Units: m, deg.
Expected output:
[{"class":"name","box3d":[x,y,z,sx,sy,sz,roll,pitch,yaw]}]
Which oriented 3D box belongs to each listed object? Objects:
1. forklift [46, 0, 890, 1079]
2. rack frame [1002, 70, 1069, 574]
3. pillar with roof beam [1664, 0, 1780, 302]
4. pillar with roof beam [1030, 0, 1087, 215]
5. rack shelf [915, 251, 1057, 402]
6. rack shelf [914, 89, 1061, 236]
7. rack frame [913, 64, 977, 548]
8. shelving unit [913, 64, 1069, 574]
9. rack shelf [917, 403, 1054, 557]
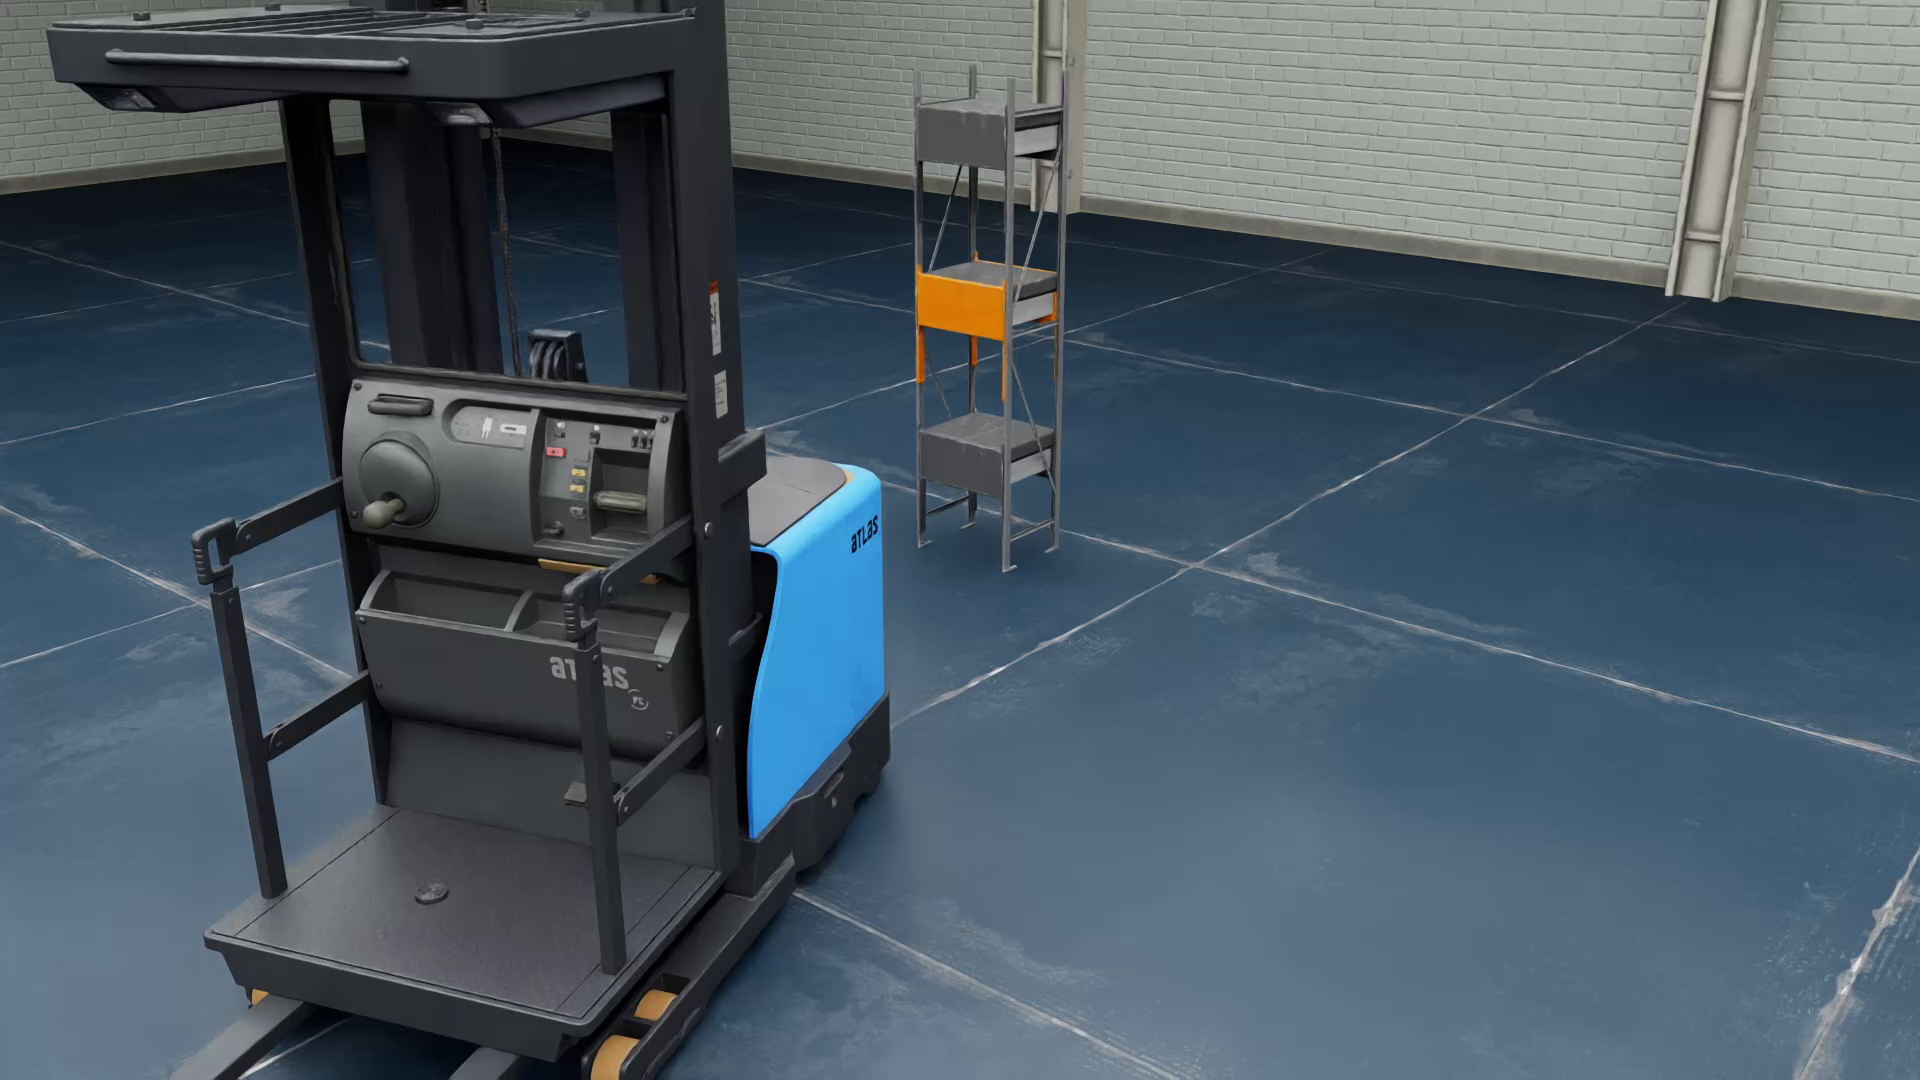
[{"class":"forklift","box3d":[-1.199,-0.162,3.945,1.130,2.935,3.031,7,22,18]},{"class":"rack frame","box3d":[0.317,-0.891,7.055,0.015,2.100,0.400,16,26,36]},{"class":"pillar with roof beam","box3d":[2.856,-4.883,7.864,0.400,9.000,9.100,16,26,36]},{"class":"pillar with roof beam","box3d":[-1.792,-6.222,11.414,0.400,9.000,9.100,16,26,36]},{"class":"rack shelf","box3d":[0.128,-0.933,7.205,0.480,0.518,0.431,16,26,36]},{"class":"rack shelf","box3d":[0.128,-1.588,6.958,0.480,0.518,0.431,16,26,36]},{"class":"rack frame","box3d":[-0.061,-1.000,7.344,0.015,2.100,0.400,16,26,36]},{"class":"shelving unit","box3d":[0.128,-0.946,7.200,0.503,2.100,0.431,16,26,36]},{"class":"rack shelf","box3d":[0.128,-0.278,7.452,0.480,0.518,0.431,16,26,36]}]
